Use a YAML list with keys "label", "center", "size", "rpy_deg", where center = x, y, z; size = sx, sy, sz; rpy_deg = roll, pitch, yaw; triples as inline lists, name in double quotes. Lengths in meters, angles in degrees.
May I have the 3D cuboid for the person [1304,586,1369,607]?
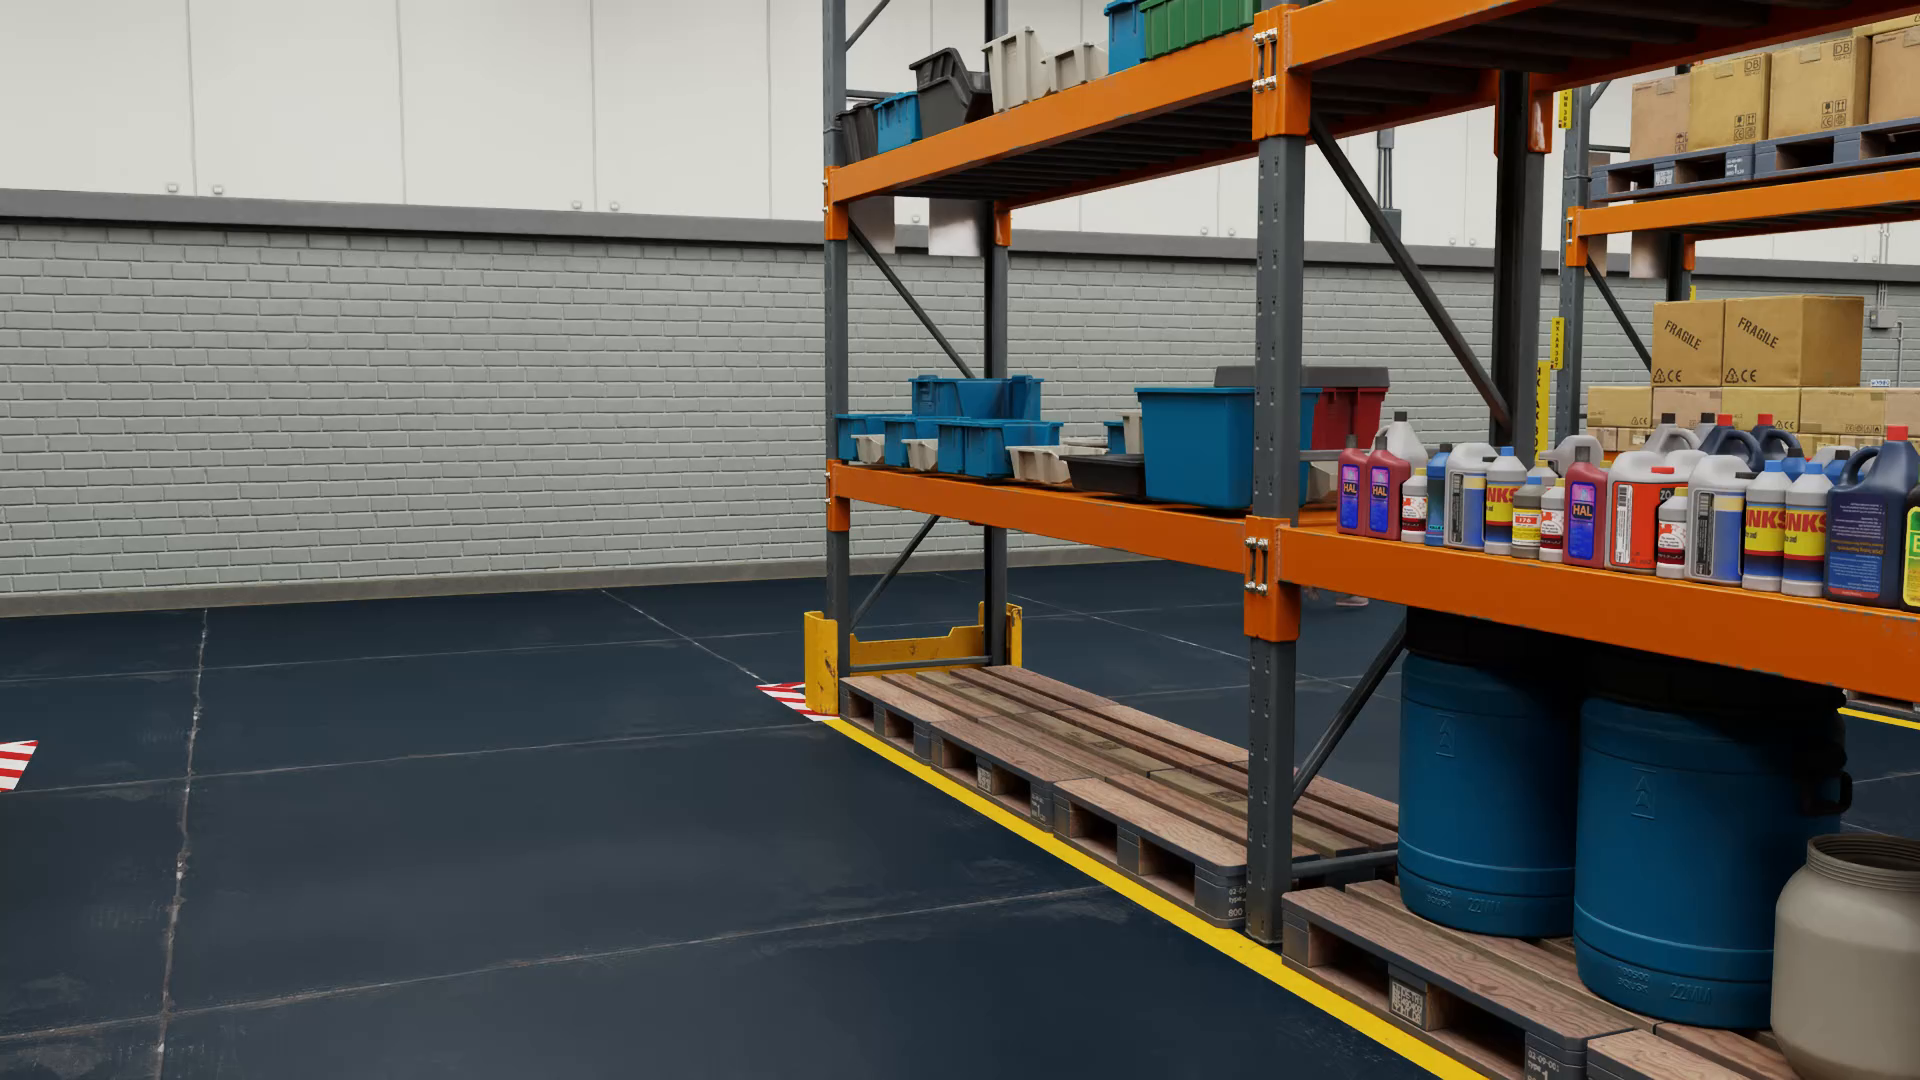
- label: "person"
  center: [2.858, -0.315, 12.521]
  size: [0.505, 1.647, 0.453]
  rpy_deg: [-3, 6, -28]
